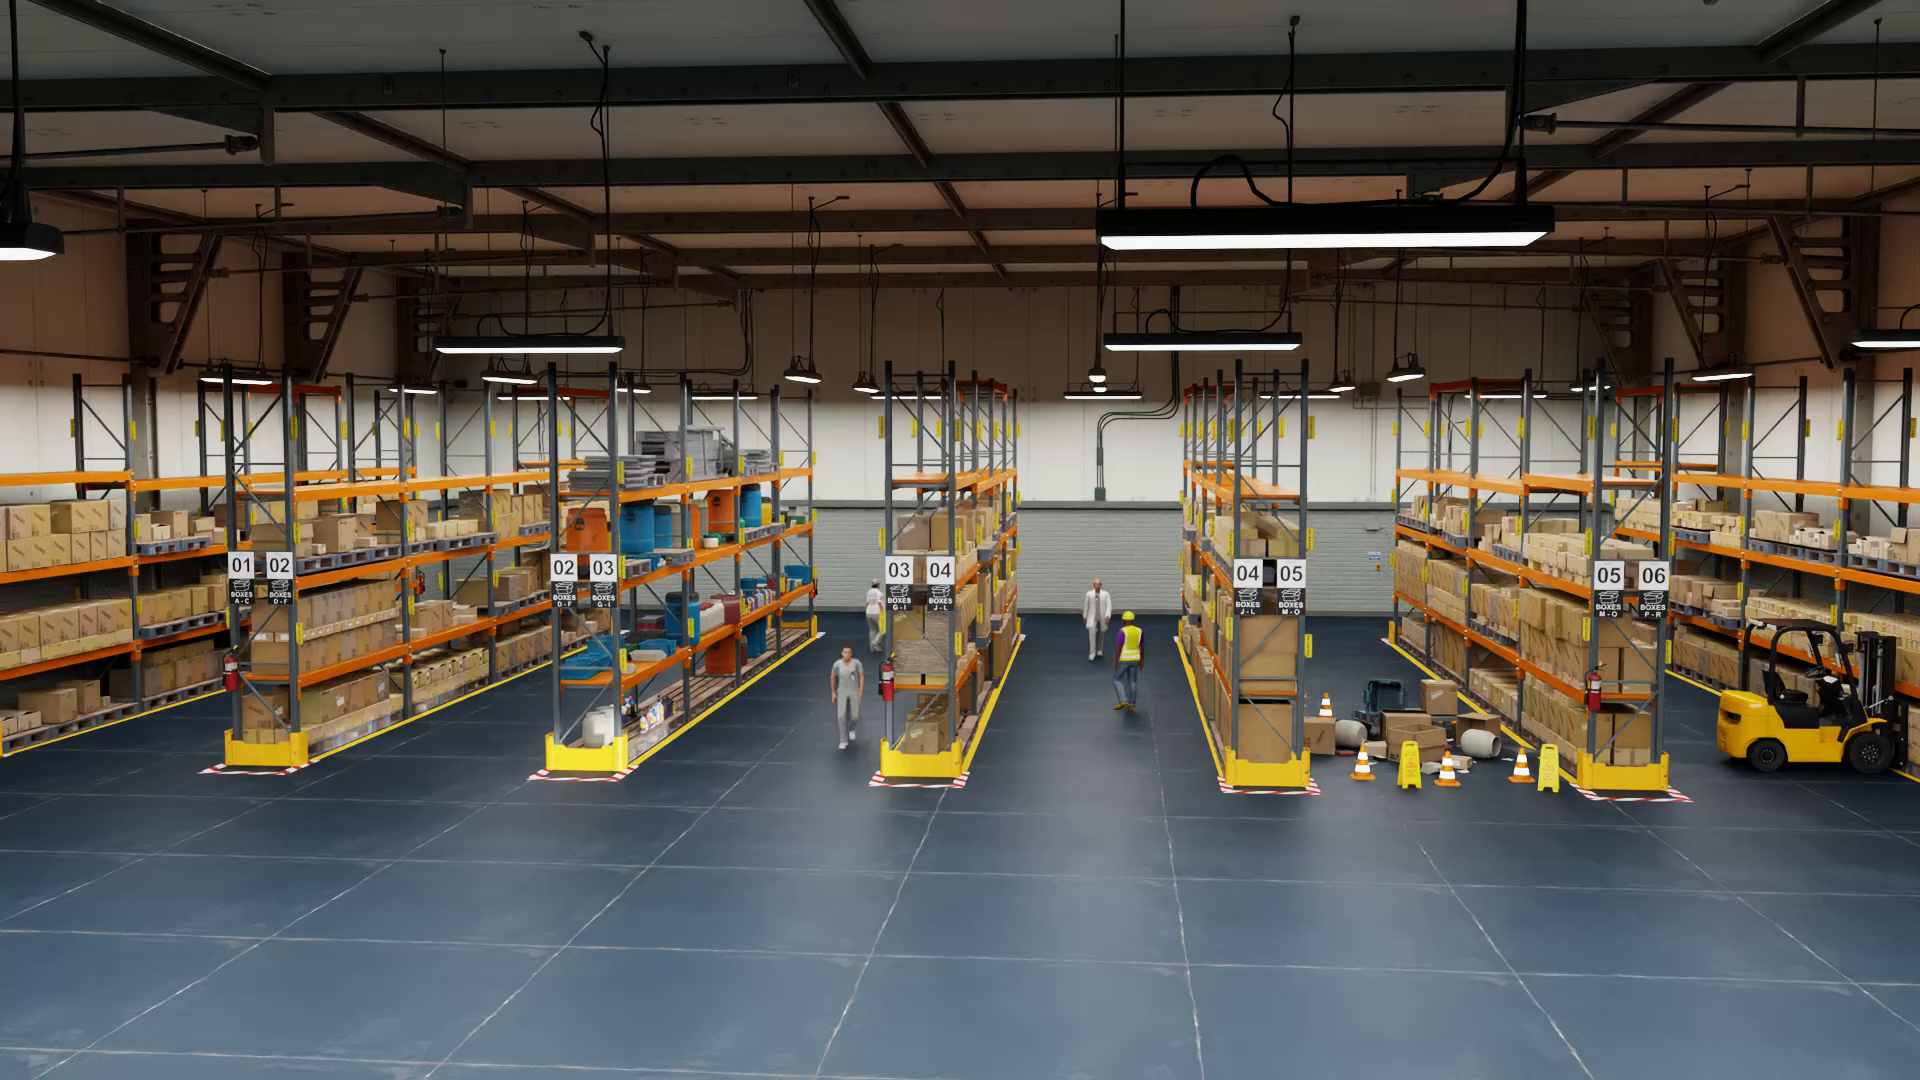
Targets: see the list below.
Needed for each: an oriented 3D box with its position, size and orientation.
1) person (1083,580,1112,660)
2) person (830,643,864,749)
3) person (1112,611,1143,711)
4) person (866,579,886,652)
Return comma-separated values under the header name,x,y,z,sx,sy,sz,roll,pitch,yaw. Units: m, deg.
name,x,y,z,sx,sy,sz,roll,pitch,yaw
person,3.015,1.732,36.358,0.598,1.708,1.169,0,4,0
person,-1.790,2.447,26.364,0.526,1.665,0.567,0,4,-7
person,3.008,2.179,29.783,0.614,1.799,0.379,-2,4,-30
person,-1.916,1.707,37.561,0.472,1.660,0.532,-3,5,-40
